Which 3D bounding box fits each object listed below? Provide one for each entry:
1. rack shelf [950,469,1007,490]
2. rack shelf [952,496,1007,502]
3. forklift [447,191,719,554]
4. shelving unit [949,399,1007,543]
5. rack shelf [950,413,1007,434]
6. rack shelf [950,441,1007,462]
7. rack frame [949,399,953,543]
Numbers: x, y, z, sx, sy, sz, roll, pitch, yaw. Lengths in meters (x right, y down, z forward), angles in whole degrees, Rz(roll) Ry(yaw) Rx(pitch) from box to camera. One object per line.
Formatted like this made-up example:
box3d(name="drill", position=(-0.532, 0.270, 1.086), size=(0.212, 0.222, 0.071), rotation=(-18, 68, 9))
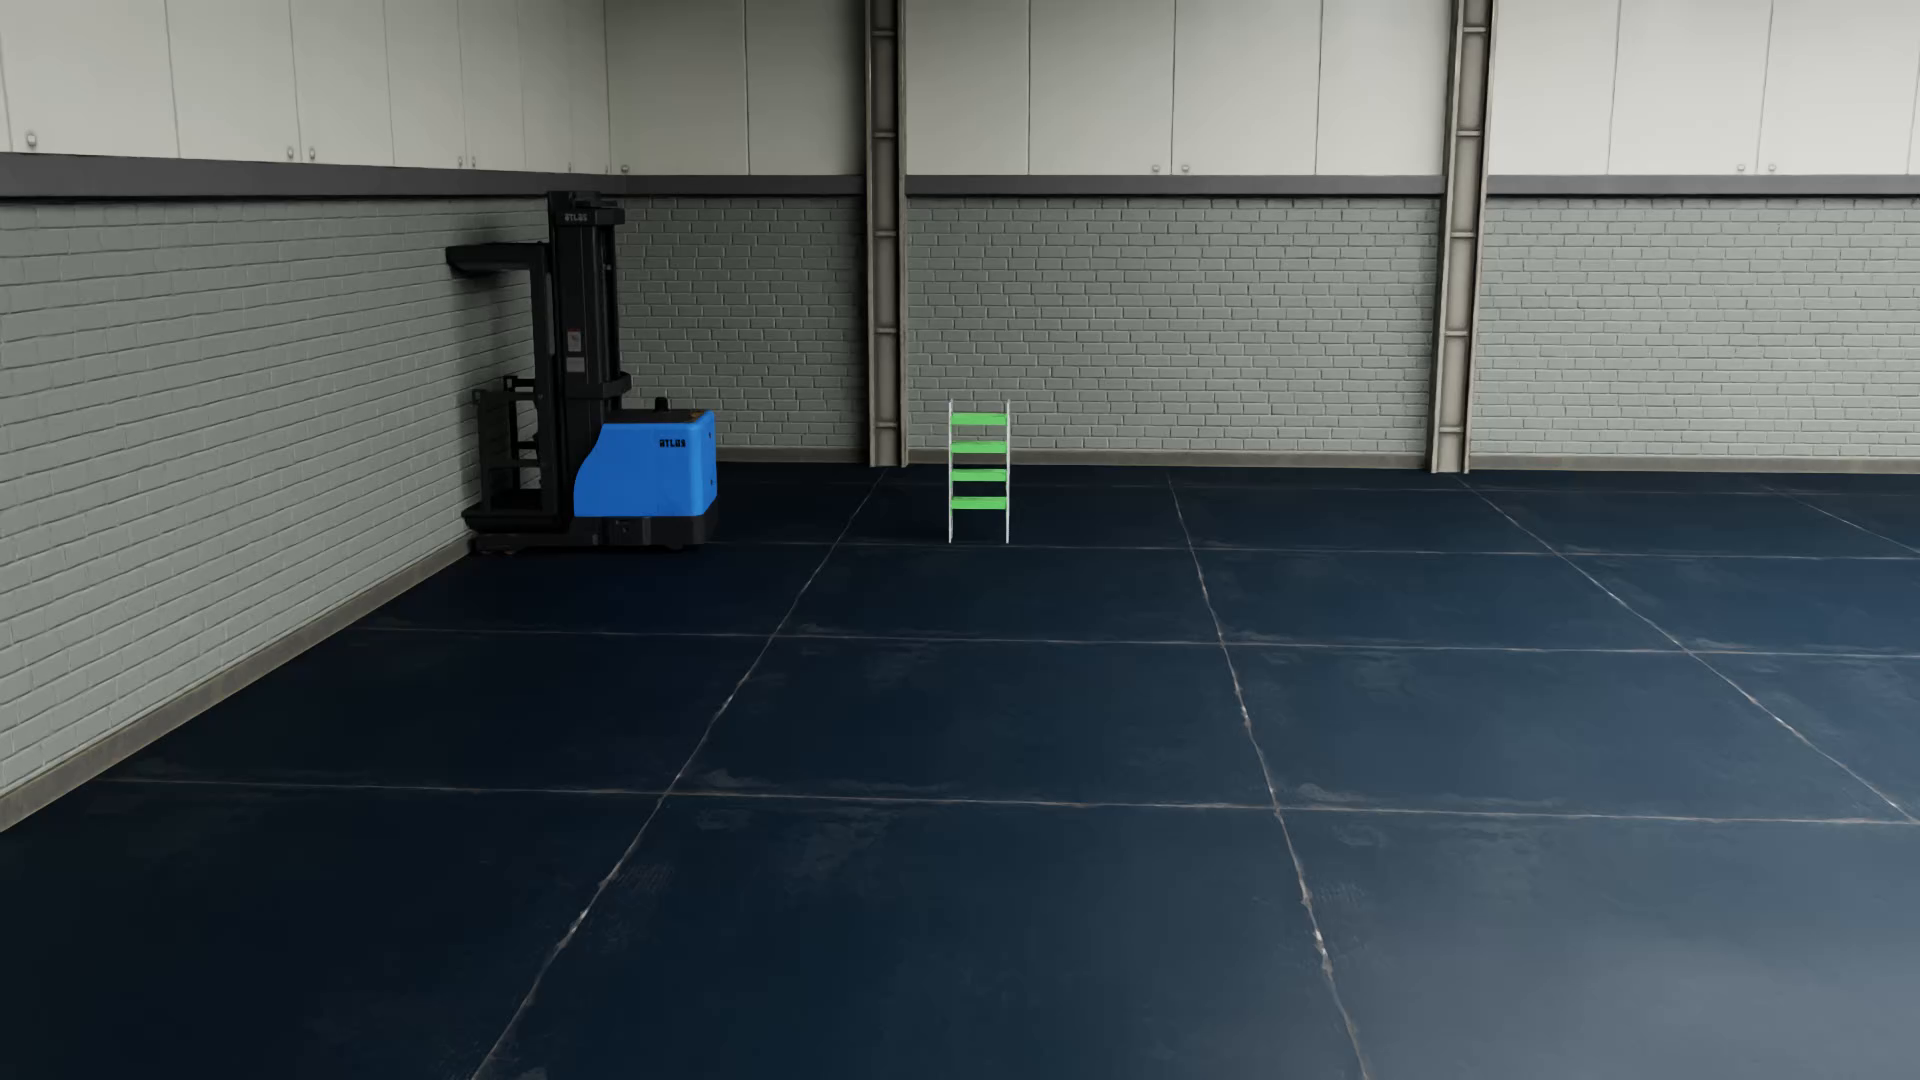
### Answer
box3d(name="rack shelf", position=(0.165, -0.522, 14.147), size=(0.480, 0.148, 0.258), rotation=(1, 12, 4))
box3d(name="rack shelf", position=(0.165, -0.340, 14.186), size=(0.457, 0.021, 0.221), rotation=(1, 12, 4))
box3d(name="forklift", position=(-3.630, -1.427, 13.932), size=(3.031, 2.935, 1.130), rotation=(0, 12, -1))
box3d(name="shelving unit", position=(0.159, -0.585, 14.135), size=(0.492, 1.200, 0.258), rotation=(1, 12, 4))
box3d(name="rack shelf", position=(0.165, -0.992, 14.049), size=(0.480, 0.148, 0.258), rotation=(1, 12, 4))
box3d(name="rack shelf", position=(0.165, -0.757, 14.098), size=(0.480, 0.148, 0.258), rotation=(1, 12, 4))
box3d(name="rack frame", position=(-0.078, -0.588, 14.150), size=(0.015, 1.200, 0.240), rotation=(1, 12, 4))
